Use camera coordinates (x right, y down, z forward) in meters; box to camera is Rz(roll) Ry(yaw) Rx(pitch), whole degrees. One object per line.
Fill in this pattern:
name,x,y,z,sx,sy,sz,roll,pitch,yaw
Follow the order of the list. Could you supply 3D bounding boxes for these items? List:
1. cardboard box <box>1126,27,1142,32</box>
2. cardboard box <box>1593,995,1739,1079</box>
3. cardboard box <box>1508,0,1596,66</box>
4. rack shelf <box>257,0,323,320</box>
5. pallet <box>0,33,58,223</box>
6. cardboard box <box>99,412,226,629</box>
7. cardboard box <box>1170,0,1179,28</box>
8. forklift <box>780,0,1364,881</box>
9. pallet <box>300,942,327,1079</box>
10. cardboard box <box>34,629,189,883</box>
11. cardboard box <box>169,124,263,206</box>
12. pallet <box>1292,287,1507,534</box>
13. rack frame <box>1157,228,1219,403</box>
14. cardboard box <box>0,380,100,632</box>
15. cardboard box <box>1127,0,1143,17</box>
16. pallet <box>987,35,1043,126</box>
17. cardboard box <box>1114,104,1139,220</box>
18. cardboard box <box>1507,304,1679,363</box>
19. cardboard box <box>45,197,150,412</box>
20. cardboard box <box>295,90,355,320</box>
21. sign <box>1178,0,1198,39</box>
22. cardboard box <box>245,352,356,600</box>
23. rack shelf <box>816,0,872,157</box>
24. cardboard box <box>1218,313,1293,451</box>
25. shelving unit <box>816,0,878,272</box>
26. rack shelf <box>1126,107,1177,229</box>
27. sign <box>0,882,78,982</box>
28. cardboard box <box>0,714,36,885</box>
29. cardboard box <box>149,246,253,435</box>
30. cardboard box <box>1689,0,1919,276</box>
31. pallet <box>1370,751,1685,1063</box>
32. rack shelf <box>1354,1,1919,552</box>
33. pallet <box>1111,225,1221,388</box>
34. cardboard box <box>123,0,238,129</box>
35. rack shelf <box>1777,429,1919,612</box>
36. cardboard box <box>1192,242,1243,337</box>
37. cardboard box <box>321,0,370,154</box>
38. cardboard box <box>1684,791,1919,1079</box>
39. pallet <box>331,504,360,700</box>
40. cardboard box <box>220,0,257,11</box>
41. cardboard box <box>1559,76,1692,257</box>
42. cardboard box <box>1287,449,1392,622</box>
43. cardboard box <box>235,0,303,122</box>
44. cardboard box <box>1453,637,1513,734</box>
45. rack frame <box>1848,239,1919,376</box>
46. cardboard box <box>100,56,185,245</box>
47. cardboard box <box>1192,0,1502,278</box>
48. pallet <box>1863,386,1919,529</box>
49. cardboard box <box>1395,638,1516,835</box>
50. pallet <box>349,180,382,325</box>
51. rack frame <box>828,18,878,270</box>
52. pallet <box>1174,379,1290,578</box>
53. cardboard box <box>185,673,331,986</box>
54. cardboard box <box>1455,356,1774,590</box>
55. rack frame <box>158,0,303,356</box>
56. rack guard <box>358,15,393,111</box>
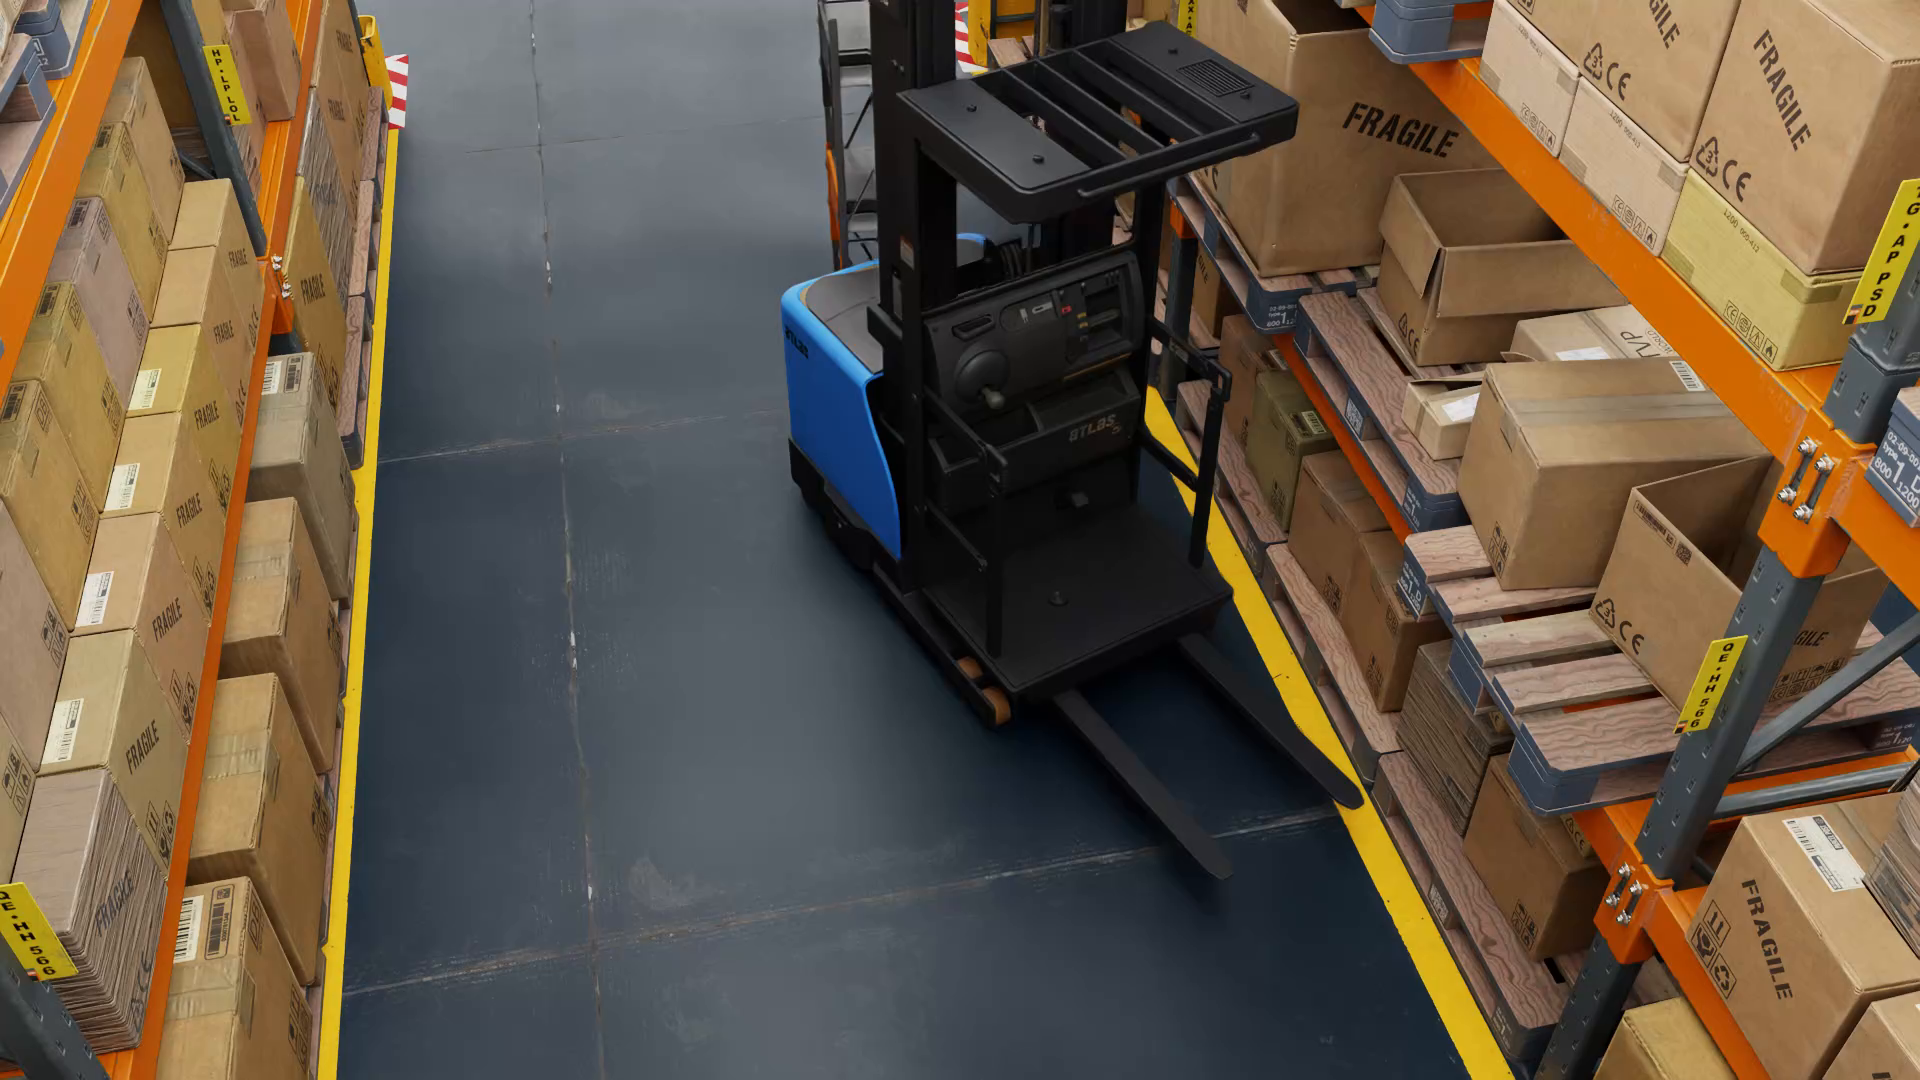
cardboard box,0.961,-2.401,8.166,0.380,0.149,0.250,-8,42,-9
cardboard box,2.489,1.763,4.570,1.225,0.875,0.875,-10,43,-11
cardboard box,1.800,-1.598,4.361,0.500,0.500,0.500,-8,42,-9
rack shelf,-3.799,-2.299,8.405,1.077,0.370,4.000,-8,42,-9
pallet,-2.939,-0.865,4.129,1.003,0.211,1.213,-7,42,-7
cardboard box,-2.664,-0.026,5.226,0.500,0.500,0.500,-9,42,-10
cardboard box,1.461,-2.366,7.639,0.875,0.500,0.500,-8,42,-9
forklift,0.412,-0.704,6.117,1.130,2.935,3.031,-22,46,-23
pallet,-2.601,1.842,5.298,1.003,0.211,1.213,-8,42,-9
cardboard box,-2.450,0.624,4.493,0.500,0.500,0.500,-9,42,-10
cardboard box,-3.459,-1.566,6.923,0.875,0.550,0.550,-8,42,-9
pallet,1.893,-0.530,6.014,1.003,0.211,1.213,-8,42,-9
rack frame,1.497,-1.917,7.432,1.000,3.000,0.127,-8,42,-9
cardboard box,-2.815,-0.043,4.492,0.700,0.500,0.500,-9,42,-10
cardboard box,1.181,-3.005,8.358,0.875,0.500,0.500,-8,42,-9
pallet,0.791,-2.886,10.624,1.003,0.211,1.213,-8,42,-9
cardboard box,1.108,-2.166,9.279,0.500,0.500,0.500,-12,43,-13
cardboard box,2.224,-0.545,5.683,0.500,0.250,0.500,-9,42,-10
cardboard box,-3.033,-0.702,5.234,0.700,0.500,0.500,-8,42,-9
cardboard box,-3.633,-1.636,8.399,0.875,0.875,0.875,-8,42,-9
sign,0.969,-2.158,7.052,0.100,0.325,0.005,-8,42,-9
cardboard box,-3.146,-0.198,6.874,1.050,0.750,0.750,-9,42,-10
rack shelf,-0.376,-2.022,7.194,0.431,0.518,0.480,-6,42,-7
cardboard box,1.609,-0.746,7.664,0.700,0.500,0.500,-11,43,-13
shelving unit,-0.376,-1.509,7.650,0.431,2.100,0.503,-6,42,-7
rack shelf,1.066,-2.945,9.131,1.077,0.370,4.000,-8,42,-9
sign,-1.976,0.833,3.521,0.100,0.325,0.005,-8,42,-9
cardboard box,-2.591,0.617,3.749,0.700,0.500,0.500,-9,42,-10
cardboard box,-2.885,-0.682,5.965,0.500,0.500,0.500,-9,42,-10
cardboard box,2.013,-0.944,3.624,0.500,0.500,0.500,-7,42,-8
pallet,2.193,1.212,6.008,1.003,0.211,1.213,-8,42,-9
rack shelf,1.929,-1.474,5.215,1.077,0.370,4.000,-8,42,-9
pallet,1.318,-1.305,8.843,1.003,0.211,1.213,-8,42,-9
cardboard box,-3.414,-1.976,6.572,0.875,0.550,0.550,-8,42,-9
rack shelf,2.792,1.119,2.294,1.077,0.370,4.000,-8,42,-9
cardboard box,1.450,-1.405,8.421,0.500,0.500,0.500,-10,42,-11
cardboard box,-4.020,-2.797,9.708,0.875,0.875,0.875,-8,42,-9
cardboard box,2.200,0.992,4.079,0.500,0.500,0.500,-7,42,-8
pallet,-3.127,0.260,7.080,1.003,0.211,1.213,-8,42,-9
cardboard box,-3.628,-2.686,7.371,0.875,0.550,0.550,-8,42,-9
cardboard box,1.898,-0.983,4.233,0.500,0.250,0.500,-8,42,-9
cardboard box,1.815,-0.071,6.904,0.700,0.500,0.500,-12,43,-13
cardboard box,-3.601,-2.286,7.734,0.875,0.550,0.550,-8,42,-9
cardboard box,2.062,0.393,5.816,0.500,0.250,0.500,-4,42,-4
rack frame,2.361,-1.568,2.520,1.000,3.000,0.127,-8,42,-9
cardboard box,-3.255,-1.362,5.979,0.700,0.500,0.500,-9,42,-10
cardboard box,1.532,-1.764,6.491,1.000,1.000,1.000,-8,42,-9
pallet,2.551,0.034,3.117,1.213,0.211,1.003,-7,42,-7
cardboard box,2.064,0.657,6.084,0.700,0.500,0.500,-12,43,-13
pallet,-3.722,-1.526,9.092,1.003,0.211,1.213,-8,42,-9
rack frame,-0.337,-1.349,7.470,0.400,2.100,0.015,-6,42,-7
pallet,1.667,-0.370,7.790,1.003,0.211,1.213,-8,42,-9
cardboard box,-2.740,1.031,5.489,1.050,0.750,0.750,-8,42,-9
cardboard box,1.987,-0.211,5.118,0.700,0.500,0.500,-3,42,-3
rack frame,-3.368,-1.272,6.705,1.000,3.000,0.127,-8,42,-9
rack guard,-4.236,-2.946,10.474,1.175,0.500,0.348,-8,42,-9
